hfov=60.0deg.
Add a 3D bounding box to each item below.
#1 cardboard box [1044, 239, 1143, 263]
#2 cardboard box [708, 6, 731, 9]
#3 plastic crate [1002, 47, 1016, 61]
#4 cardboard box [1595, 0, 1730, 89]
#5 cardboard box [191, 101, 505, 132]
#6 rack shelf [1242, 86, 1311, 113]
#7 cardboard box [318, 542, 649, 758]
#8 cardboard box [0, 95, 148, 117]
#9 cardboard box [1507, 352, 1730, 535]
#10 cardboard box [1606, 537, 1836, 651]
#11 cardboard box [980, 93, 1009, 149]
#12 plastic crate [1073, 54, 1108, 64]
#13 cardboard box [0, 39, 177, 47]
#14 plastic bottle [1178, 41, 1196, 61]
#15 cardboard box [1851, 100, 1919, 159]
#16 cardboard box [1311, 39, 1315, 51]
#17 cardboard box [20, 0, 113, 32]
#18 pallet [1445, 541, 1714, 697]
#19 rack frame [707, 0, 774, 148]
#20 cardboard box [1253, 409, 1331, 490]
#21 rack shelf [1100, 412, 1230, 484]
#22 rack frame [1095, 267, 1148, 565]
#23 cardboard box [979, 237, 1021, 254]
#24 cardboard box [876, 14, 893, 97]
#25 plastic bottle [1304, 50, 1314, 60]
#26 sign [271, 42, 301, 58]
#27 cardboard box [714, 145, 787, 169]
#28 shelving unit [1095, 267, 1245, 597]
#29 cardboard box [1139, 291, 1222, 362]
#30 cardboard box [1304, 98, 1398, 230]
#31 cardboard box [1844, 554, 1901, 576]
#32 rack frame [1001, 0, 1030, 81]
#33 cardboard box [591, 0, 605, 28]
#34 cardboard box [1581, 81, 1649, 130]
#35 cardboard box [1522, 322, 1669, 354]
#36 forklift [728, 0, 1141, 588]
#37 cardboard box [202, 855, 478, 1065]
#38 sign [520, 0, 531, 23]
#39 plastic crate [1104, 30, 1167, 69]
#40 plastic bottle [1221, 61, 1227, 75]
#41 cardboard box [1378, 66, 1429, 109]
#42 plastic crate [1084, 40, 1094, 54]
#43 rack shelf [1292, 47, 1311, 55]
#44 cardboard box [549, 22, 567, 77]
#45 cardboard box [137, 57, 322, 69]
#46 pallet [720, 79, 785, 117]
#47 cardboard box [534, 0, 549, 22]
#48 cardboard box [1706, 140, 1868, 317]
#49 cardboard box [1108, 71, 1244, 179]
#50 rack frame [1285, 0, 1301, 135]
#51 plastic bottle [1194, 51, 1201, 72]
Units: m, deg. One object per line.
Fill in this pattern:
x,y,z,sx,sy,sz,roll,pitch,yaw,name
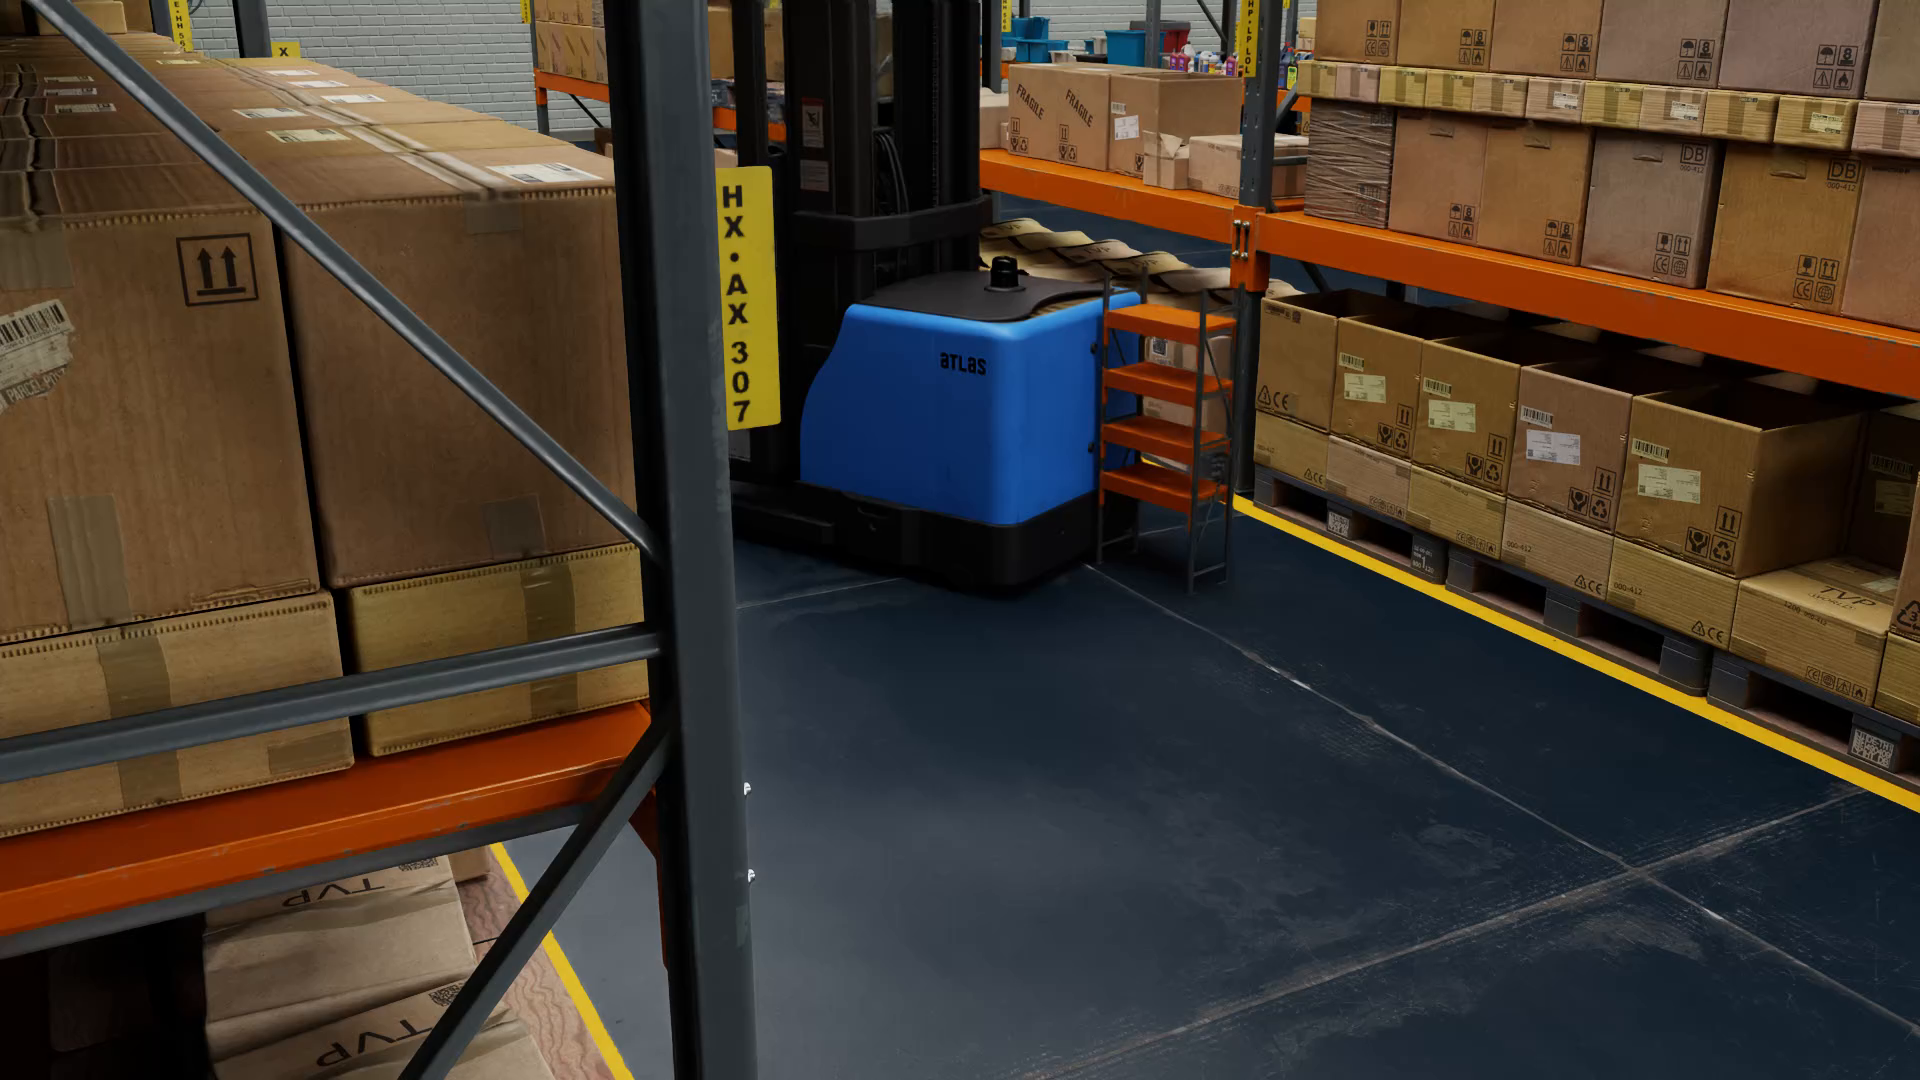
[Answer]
0.761,-1.626,9.956,0.500,0.311,0.500,-10,21,-27,cardboard box
-2.065,-4.091,13.592,0.500,0.500,0.700,16,25,39,cardboard box
0.597,-5.413,18.531,0.250,0.136,0.298,-10,21,-27,plastic crate
2.637,-1.821,5.669,0.700,0.500,0.500,-10,21,-27,cardboard box
-1.181,-0.572,3.241,0.500,0.500,0.500,-11,22,-28,cardboard box
3.217,-3.868,14.845,1.077,0.370,4.000,-10,21,-27,rack shelf
-0.705,0.069,2.531,0.500,0.250,0.500,-11,22,-28,cardboard box
-1.882,-0.637,3.427,0.500,0.500,0.500,-10,21,-26,cardboard box
2.364,-0.361,6.000,0.500,0.500,0.500,-10,21,-27,cardboard box
2.603,0.137,5.708,0.500,0.250,0.500,-10,21,-27,cardboard box
0.060,-2.539,10.027,0.500,0.311,0.500,-10,22,-27,cardboard box
1.500,-4.960,17.237,0.437,0.125,0.590,-10,21,-27,plastic crate
-3.708,-1.867,7.116,0.700,0.500,0.500,-10,21,-27,cardboard box
2.169,-4.596,15.928,0.144,0.351,0.185,-10,21,-27,plastic bottle
2.891,-1.226,4.939,0.380,0.149,0.250,-10,21,-26,cardboard box
4.728,-6.352,21.328,0.380,0.149,0.250,-10,22,-27,cardboard box
-4.361,-2.567,8.150,0.380,0.149,0.250,-13,23,-34,cardboard box
2.630,0.184,6.274,1.003,0.211,1.213,-10,21,-27,pallet
-2.093,-4.016,14.171,1.000,3.000,0.127,-10,21,-27,rack frame
1.659,-0.438,7.374,0.500,0.250,0.500,-10,21,-27,cardboard box
0.815,-0.368,6.563,0.258,0.148,0.480,-16,25,-39,rack shelf
0.651,-0.490,6.712,0.240,1.200,0.015,-16,25,-39,rack frame
0.053,-1.686,10.132,0.500,0.311,0.500,-11,22,-28,cardboard box
-0.592,-3.277,11.232,0.500,0.500,0.700,16,25,39,cardboard box
3.018,-4.041,14.319,0.144,0.351,0.185,-10,21,-27,plastic bottle
-2.178,-1.447,5.398,0.100,0.325,0.005,-10,21,-27,sign
-1.603,-2.933,13.041,0.500,0.250,0.500,-10,21,-27,cardboard box
0.815,-0.431,6.541,0.258,1.200,0.503,-16,25,-39,shelving unit
1.008,-1.104,8.443,0.500,0.311,0.500,-9,21,-25,cardboard box
1.922,-1.640,7.133,0.700,0.500,0.500,-11,22,-28,cardboard box
3.305,0.199,5.529,0.500,0.250,0.500,-10,21,-27,cardboard box
0.368,-5.930,19.720,1.000,3.000,0.127,-10,21,-27,rack frame
-3.046,-4.932,15.141,0.500,0.500,0.500,-10,21,-26,cardboard box
2.401,-1.522,5.796,0.380,0.149,0.250,-10,21,-27,cardboard box
2.586,-0.585,6.651,0.500,0.500,0.500,-10,21,-27,cardboard box
-0.726,-1.558,7.152,3.031,2.935,1.130,13,23,34,forklift
-1.273,0.884,3.419,0.500,0.311,0.500,-8,21,-22,cardboard box
-4.470,-5.489,17.114,0.100,0.325,0.005,-10,21,-27,sign
1.746,-4.884,16.620,0.392,0.384,0.575,-10,21,-27,plastic crate
2.449,-4.298,15.293,0.097,0.201,0.097,0,19,0,plastic bottle
1.906,-1.820,6.661,0.380,0.149,0.250,-11,22,-28,cardboard box
1.569,-5.330,18.144,0.416,0.233,0.300,-10,21,-27,plastic crate
5.677,-5.783,20.396,1.077,0.370,4.000,-10,21,-27,rack shelf
-3.764,-4.896,16.569,0.500,0.500,0.500,-10,22,-27,cardboard box
-2.156,-1.156,4.934,0.500,0.500,0.500,-10,21,-27,cardboard box
-1.121,-3.335,12.491,1.003,0.211,1.213,-10,21,-27,pallet
-4.014,-5.516,16.832,0.500,0.500,0.500,-9,21,-25,cardboard box
2.910,-1.048,5.417,0.700,0.500,0.500,-10,21,-26,cardboard box
1.105,-2.141,8.584,0.500,0.500,0.500,-8,21,-23,cardboard box
4.727,-6.698,21.943,1.000,3.000,0.127,-10,21,-27,rack frame
2.247,-4.454,15.636,0.097,0.271,0.097,0,19,0,plastic bottle
